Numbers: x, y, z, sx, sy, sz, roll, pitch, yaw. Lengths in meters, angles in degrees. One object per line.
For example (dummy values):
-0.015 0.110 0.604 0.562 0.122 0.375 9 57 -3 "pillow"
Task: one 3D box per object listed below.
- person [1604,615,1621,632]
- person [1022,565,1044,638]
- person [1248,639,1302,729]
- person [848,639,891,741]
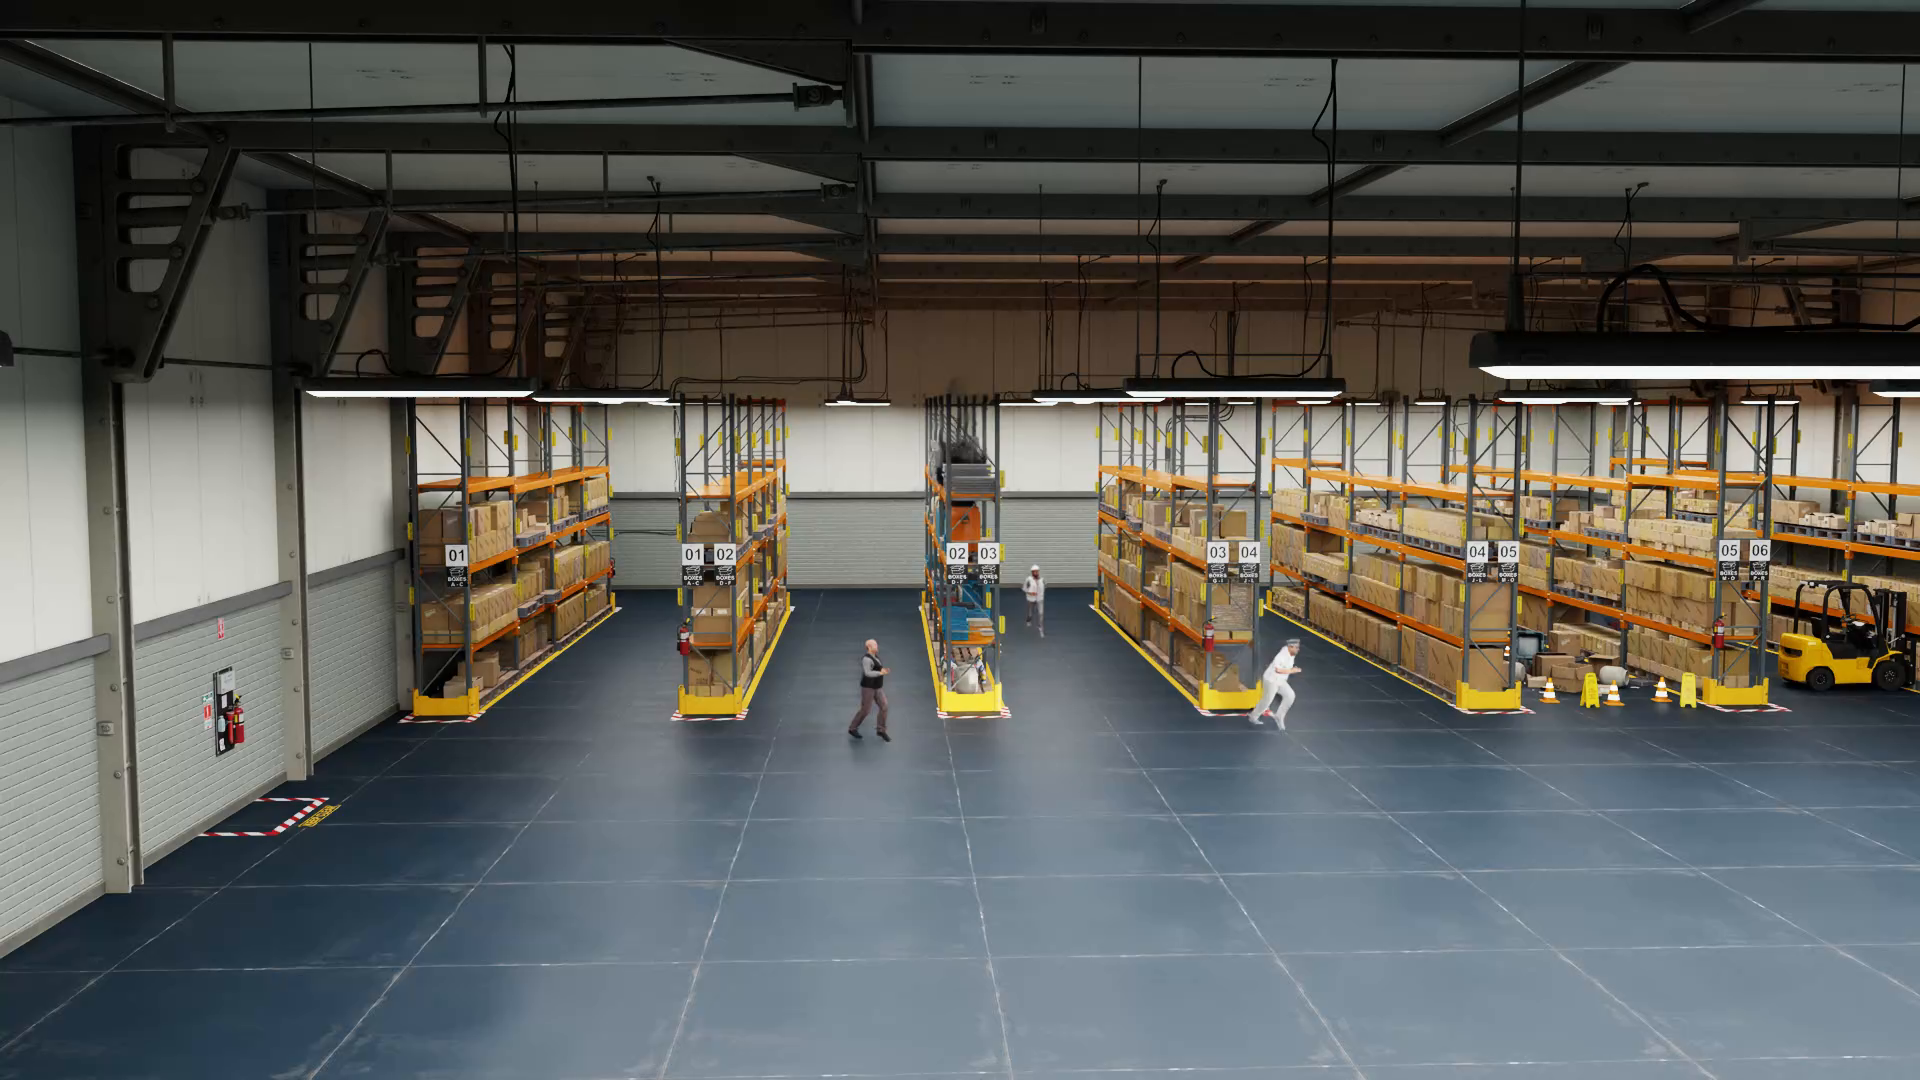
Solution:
16.633 1.578 42.196 0.599 1.602 0.646 0 5 -2 "person"
1.869 1.529 42.037 0.627 1.784 1.126 -1 5 -9 "person"
5.673 2.583 29.799 1.015 1.680 0.700 3 6 35 "person"
-1.548 2.599 28.637 0.785 1.790 0.671 2 5 20 "person"
